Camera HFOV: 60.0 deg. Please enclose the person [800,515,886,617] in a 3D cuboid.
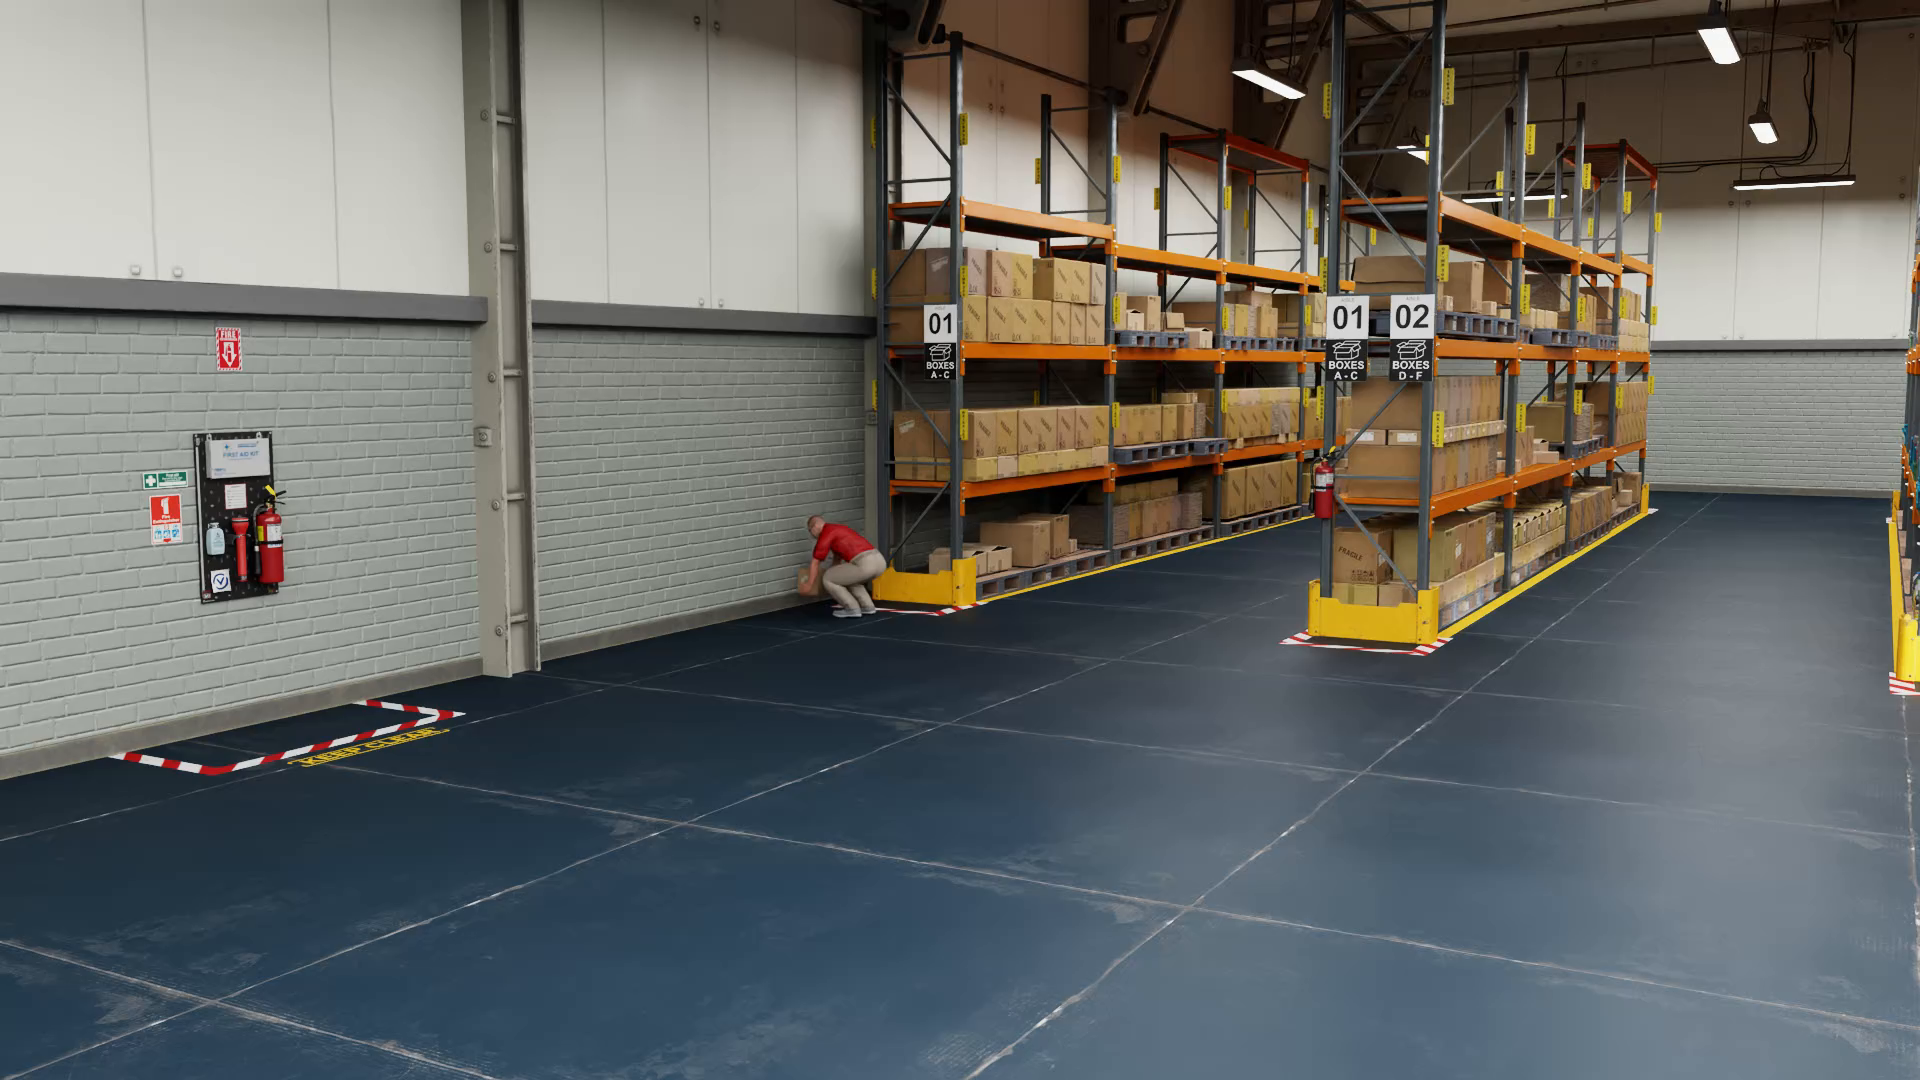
[{"bbox_3d":[-1.205,0.265,17.078,0.869,1.029,0.571,3,7,28],"label":"person"}]
